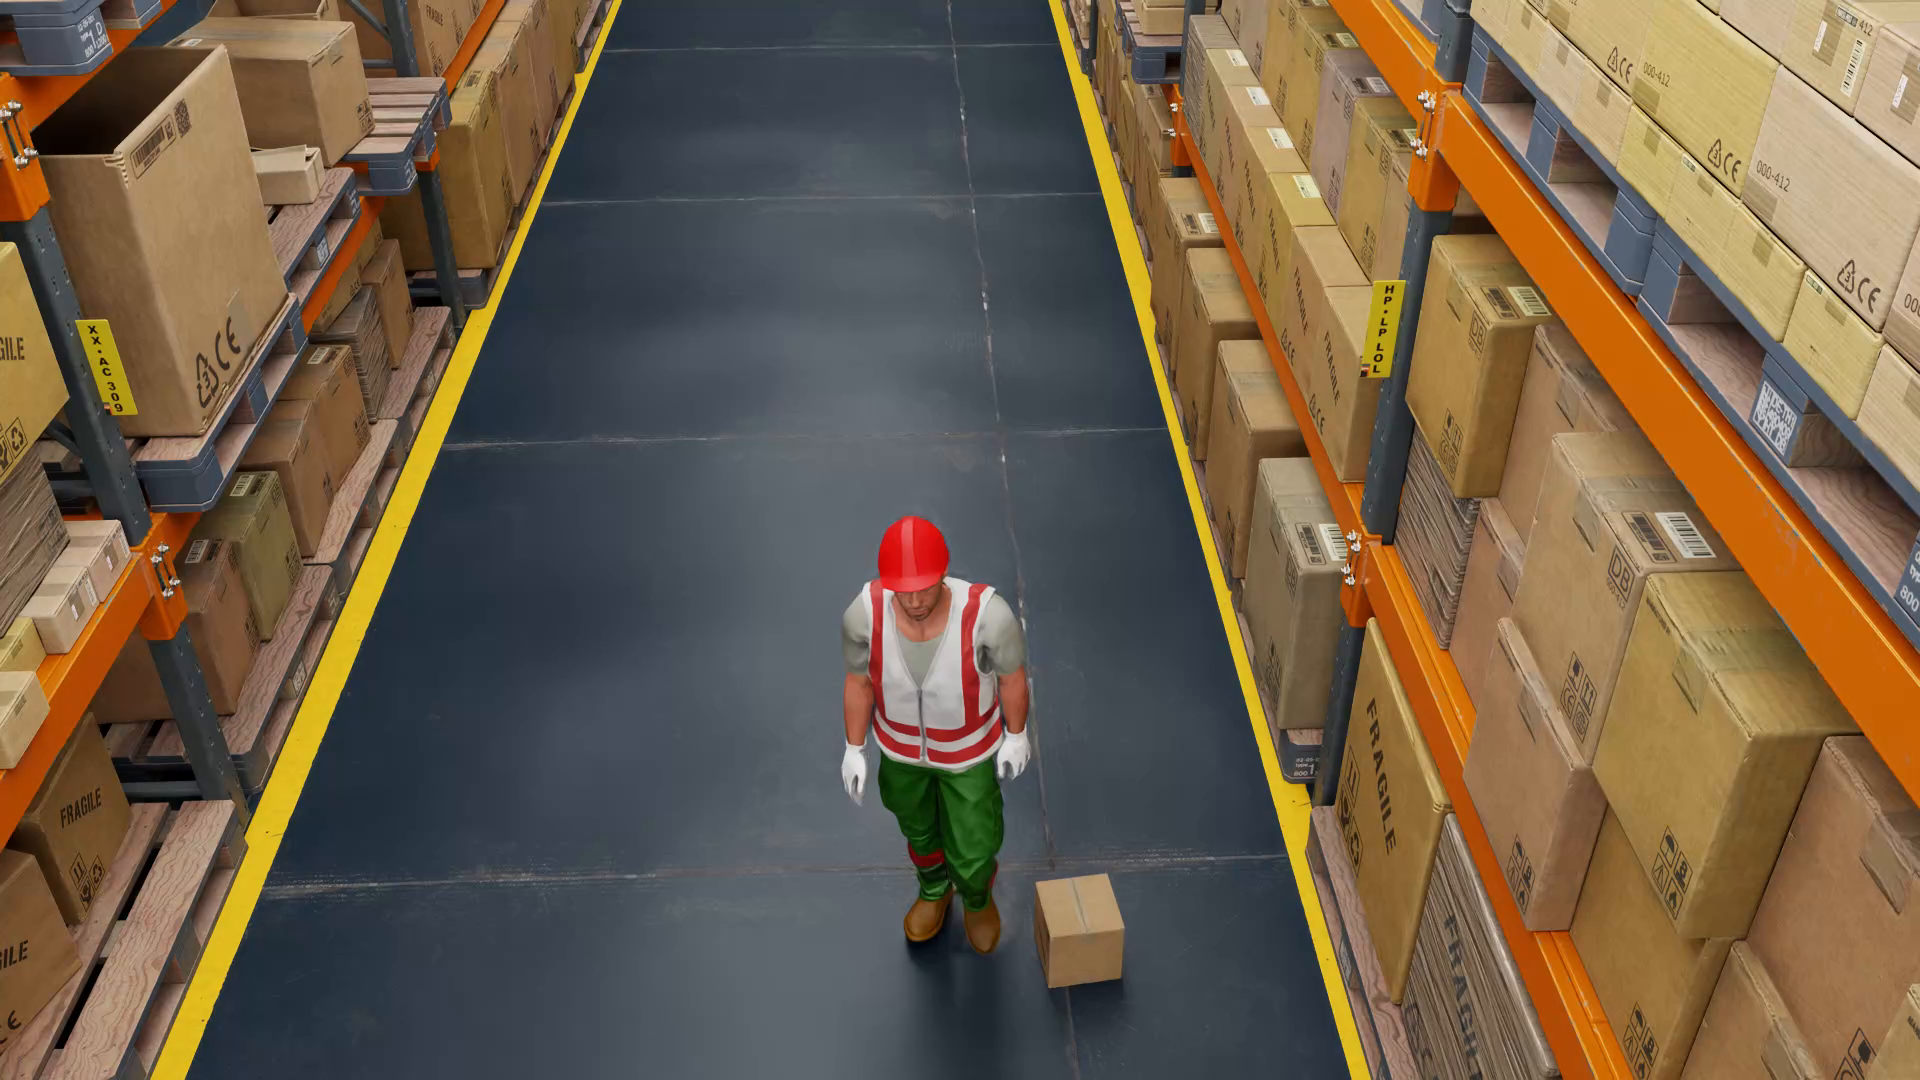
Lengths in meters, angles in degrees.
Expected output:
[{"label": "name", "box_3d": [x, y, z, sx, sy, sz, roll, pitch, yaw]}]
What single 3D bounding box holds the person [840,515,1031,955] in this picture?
[{"label": "person", "box_3d": [-0.072, 0.643, 5.171, 0.566, 1.787, 0.500, 9, 36, 12]}]
